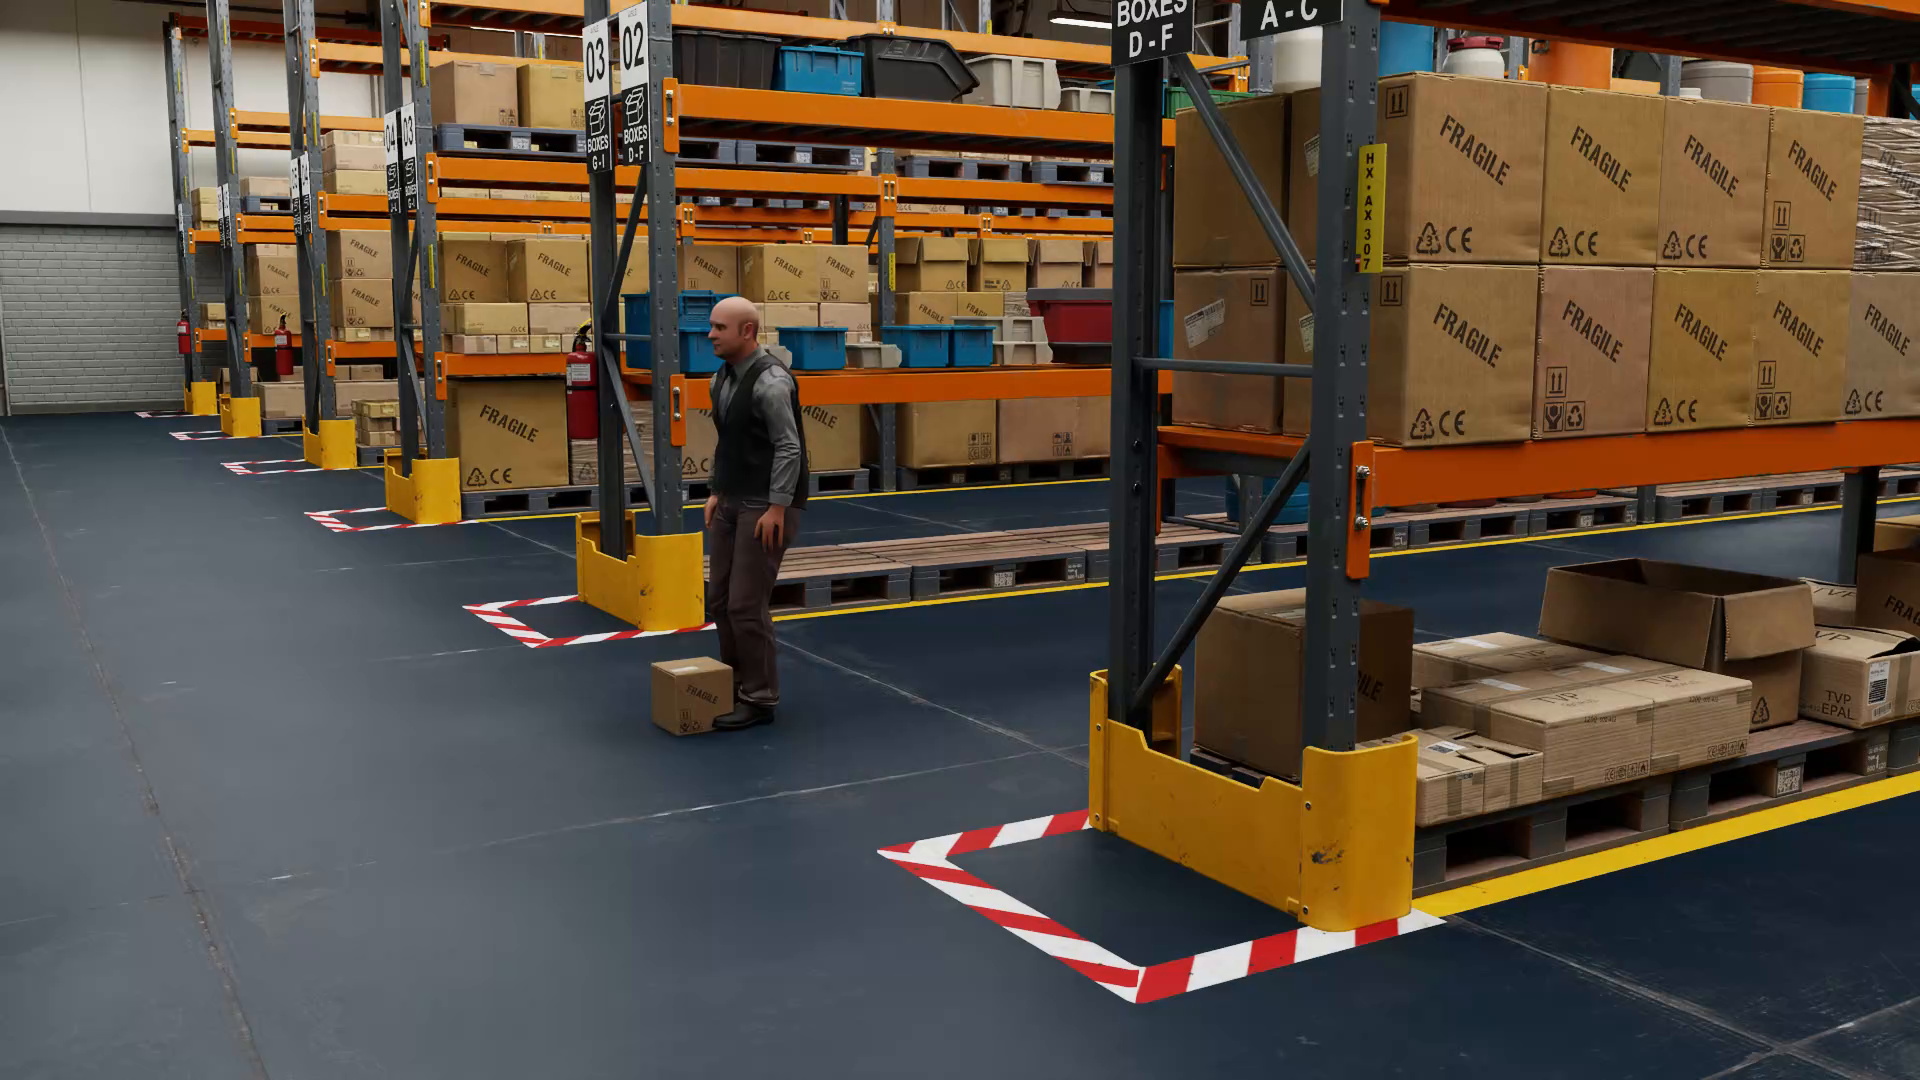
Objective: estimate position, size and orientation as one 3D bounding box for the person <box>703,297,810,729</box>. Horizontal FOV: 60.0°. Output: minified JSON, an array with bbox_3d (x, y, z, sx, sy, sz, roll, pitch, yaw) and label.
[{"bbox_3d":[-0.862,-0.118,6.744,0.475,1.720,0.587,-6,10,-34],"label":"person"}]
